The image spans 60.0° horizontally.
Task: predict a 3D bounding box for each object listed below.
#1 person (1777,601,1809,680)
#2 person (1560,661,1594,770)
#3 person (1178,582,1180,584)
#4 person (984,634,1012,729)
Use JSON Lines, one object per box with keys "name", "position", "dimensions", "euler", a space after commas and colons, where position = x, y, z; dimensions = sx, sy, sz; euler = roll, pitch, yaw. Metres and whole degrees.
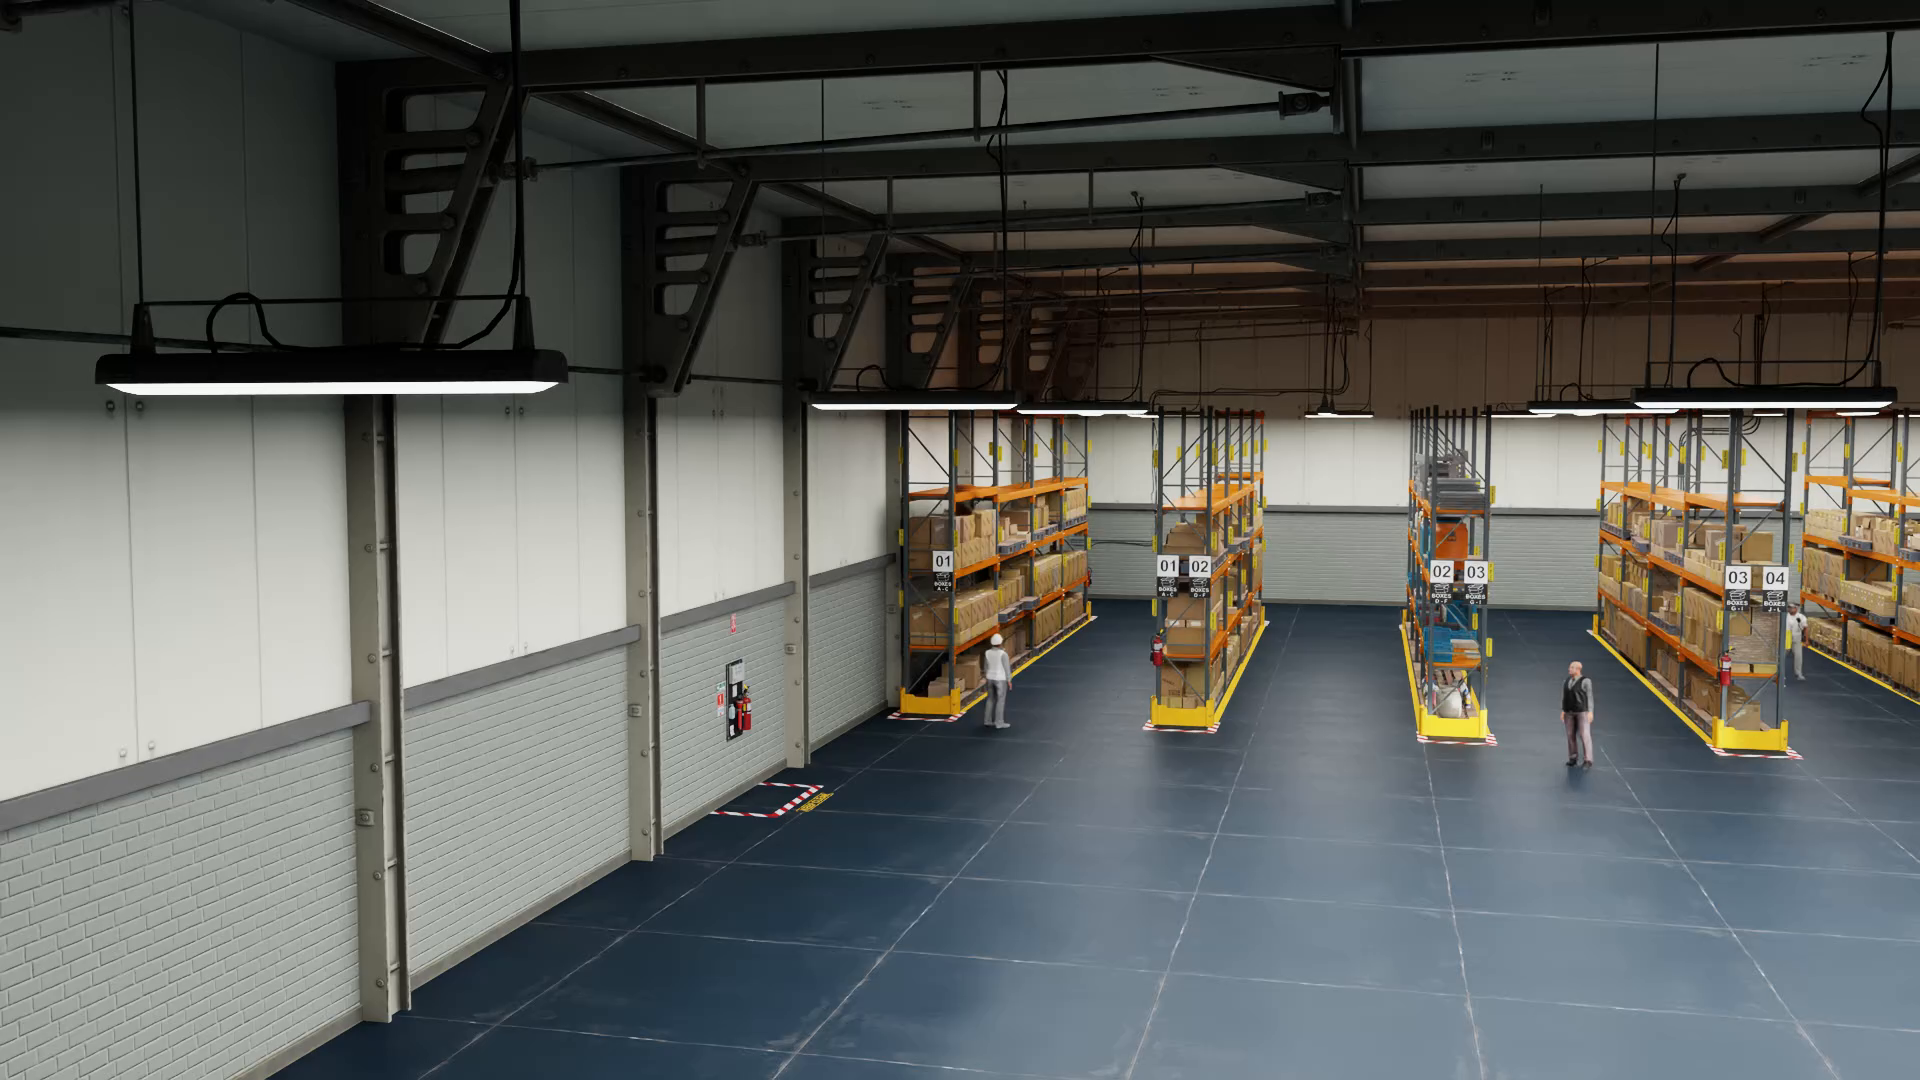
{"name": "person", "position": [18.470, 2.205, 36.885], "dimensions": [0.718, 1.713, 1.033], "euler": [1, 4, 9]}
{"name": "person", "position": [10.203, 2.889, 27.537], "dimensions": [0.454, 1.737, 0.608], "euler": [-4, 6, -43]}
{"name": "person", "position": [6.247, 1.445, 47.720], "dimensions": [0.623, 1.738, 0.911], "euler": [-1, 4, -7]}
{"name": "person", "position": [0.691, 2.629, 31.031], "dimensions": [0.631, 1.795, 0.424], "euler": [4, 6, 44]}
